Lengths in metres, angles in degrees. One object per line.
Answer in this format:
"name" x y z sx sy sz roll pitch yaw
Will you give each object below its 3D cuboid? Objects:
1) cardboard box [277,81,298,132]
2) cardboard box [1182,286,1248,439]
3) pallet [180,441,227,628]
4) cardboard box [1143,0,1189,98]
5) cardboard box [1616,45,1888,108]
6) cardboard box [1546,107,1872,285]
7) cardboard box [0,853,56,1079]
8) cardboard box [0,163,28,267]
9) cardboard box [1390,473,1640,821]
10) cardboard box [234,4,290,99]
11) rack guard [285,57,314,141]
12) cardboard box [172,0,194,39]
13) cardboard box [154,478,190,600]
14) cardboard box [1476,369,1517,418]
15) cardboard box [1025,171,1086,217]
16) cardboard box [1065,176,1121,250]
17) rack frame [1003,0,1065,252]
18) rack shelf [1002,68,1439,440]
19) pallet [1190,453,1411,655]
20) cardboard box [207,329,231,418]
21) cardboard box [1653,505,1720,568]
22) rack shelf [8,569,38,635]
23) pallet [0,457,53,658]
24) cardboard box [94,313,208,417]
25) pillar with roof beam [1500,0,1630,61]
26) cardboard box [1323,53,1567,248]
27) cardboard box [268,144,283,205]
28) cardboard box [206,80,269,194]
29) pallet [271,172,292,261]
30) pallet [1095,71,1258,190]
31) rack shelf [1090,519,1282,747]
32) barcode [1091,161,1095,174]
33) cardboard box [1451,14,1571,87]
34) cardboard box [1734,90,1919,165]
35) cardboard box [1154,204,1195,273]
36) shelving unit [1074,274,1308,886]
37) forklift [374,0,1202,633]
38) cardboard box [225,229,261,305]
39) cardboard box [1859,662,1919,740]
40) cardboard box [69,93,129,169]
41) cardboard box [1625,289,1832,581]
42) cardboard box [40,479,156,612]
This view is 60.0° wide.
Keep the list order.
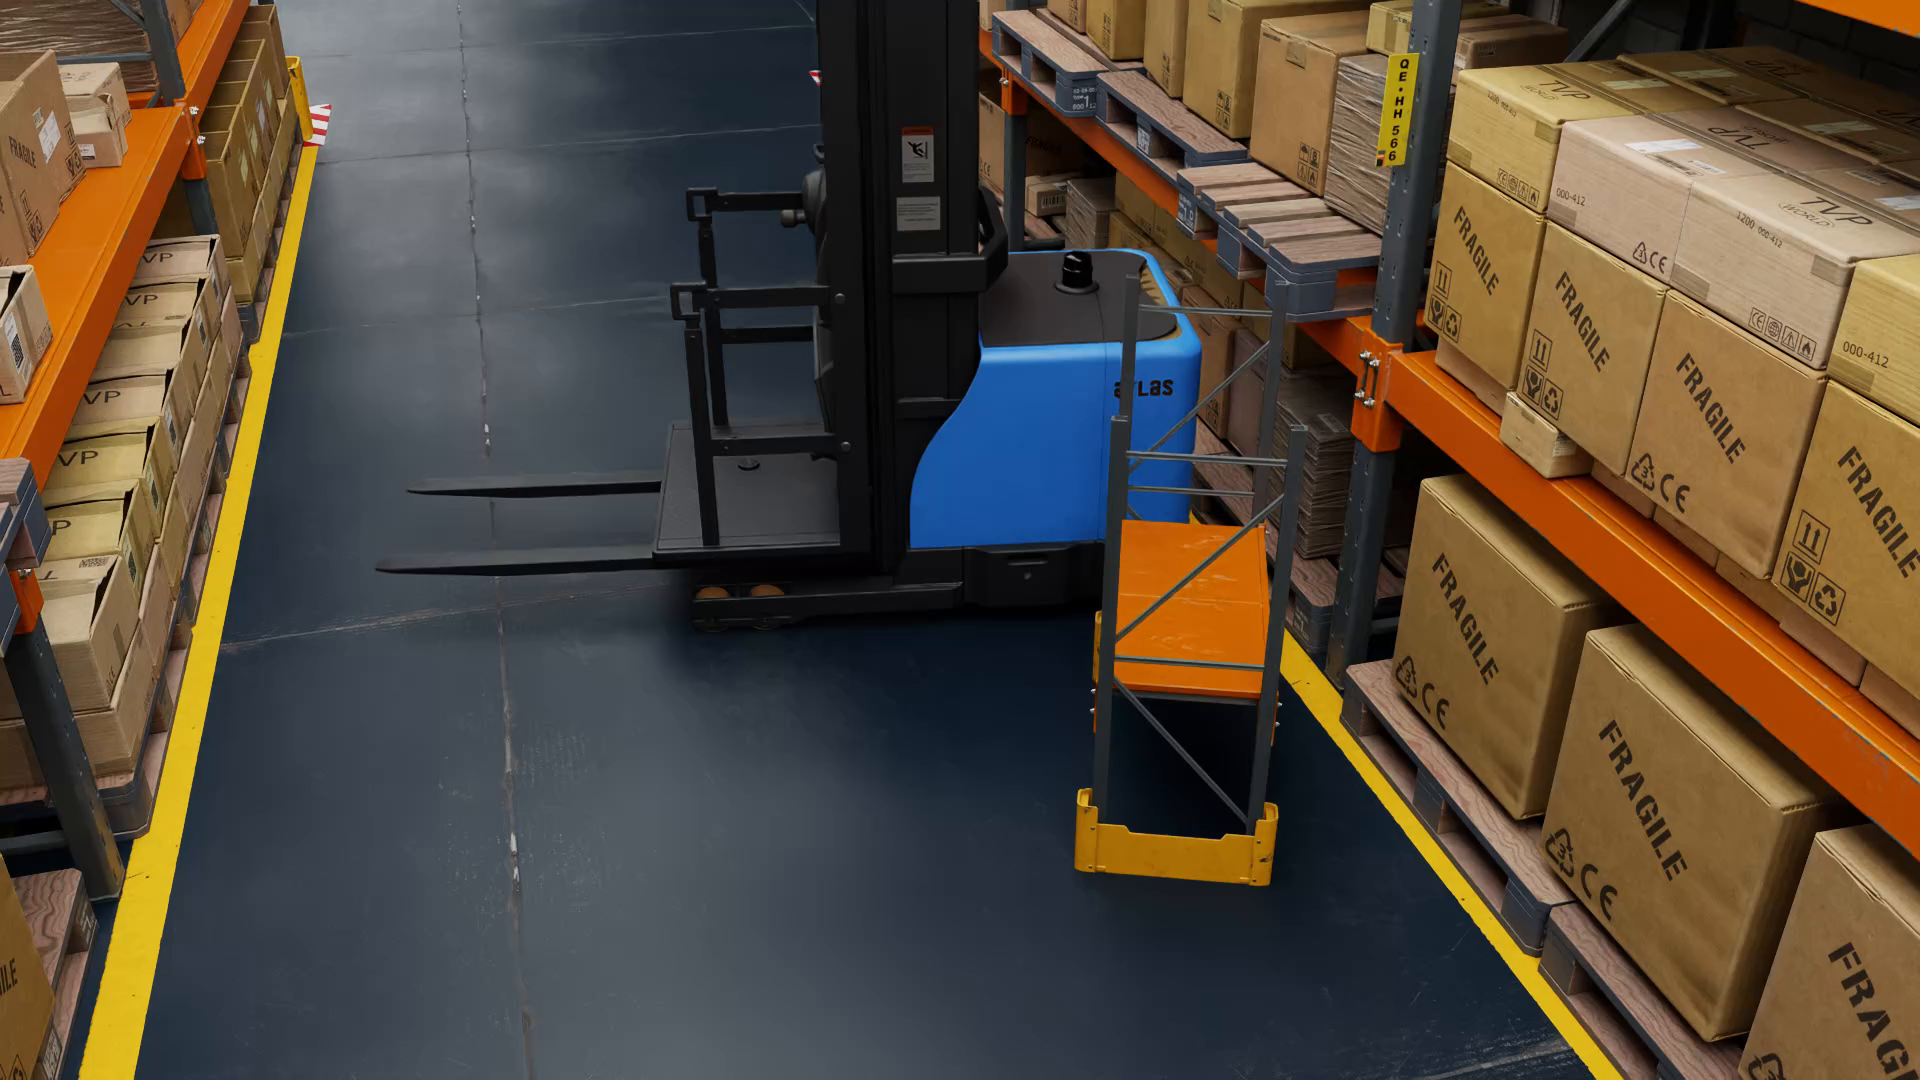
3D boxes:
"cardboard box" -4.677 -2.833 10.977 0.500 0.250 0.500 -8 31 -13
"cardboard box" 1.369 -0.808 7.208 0.700 0.500 0.500 -8 31 -14
"pallet" -3.481 0.018 6.508 1.003 0.211 1.213 -8 31 -13
"cardboard box" 1.181 -2.189 6.998 0.700 0.500 0.500 -4 30 -6
"cardboard box" 2.165 -1.179 4.627 0.500 0.250 0.500 -7 31 -12
"cardboard box" 1.810 -0.850 4.059 0.500 0.250 0.500 -8 31 -14
"cardboard box" -2.506 1.114 3.887 0.500 0.500 0.500 -7 31 -11
"cardboard box" -3.441 -1.049 5.468 0.500 0.500 0.500 -10 31 -16
"cardboard box" 1.863 0.263 5.028 0.750 0.750 0.750 -8 31 -14
"cardboard box" -4.675 -3.158 10.789 0.500 0.500 0.500 -8 31 -13
"rack guard" -5.110 -2.991 11.419 1.175 0.500 0.348 -8 31 -13
"cardboard box" -4.442 -2.883 8.637 0.700 0.500 0.500 -7 31 -13
"cardboard box" -3.114 0.026 6.037 0.500 0.250 0.500 -9 31 -15
"cardboard box" 1.717 -0.445 4.756 0.380 0.149 0.250 -7 31 -13
"cardboard box" 0.562 -2.009 9.615 0.380 0.166 0.250 -12 32 -20
"cardboard box" 0.944 -1.545 8.482 0.700 0.500 0.500 -7 31 -12
"rack frame" 0.733 -2.790 8.576 1.000 3.000 0.127 -8 31 -13
"rack shelf" 1.264 -1.513 7.087 1.077 0.370 4.000 -8 31 -13
"pallet" 1.589 -0.029 6.589 1.003 0.211 1.213 -8 31 -13
"cardboard box" -3.520 -0.715 7.317 0.500 0.250 0.500 -8 31 -14
"cardboard box" 1.969 -0.076 4.119 0.380 0.149 0.250 -7 31 -12
"rack shelf" -2.449 1.080 2.608 1.077 0.370 4.000 -8 31 -13
"pallet" -2.733 0.203 3.596 1.213 0.211 1.003 -8 31 -13
"cardboard box" -3.384 -0.715 6.756 0.500 0.311 0.500 -8 31 -13
"pillar with roof beam" -1.867 -3.625 4.030 9.100 9.000 0.400 -8 31 -13
"cardboard box" 1.660 -1.317 5.493 0.700 0.500 0.500 -12 32 -19
"cardboard box" -4.267 -2.111 9.728 0.500 0.250 0.500 -8 31 -13
"cardboard box" -4.129 -2.194 9.124 0.500 0.500 0.500 -8 31 -13
"pallet" -4.540 -1.903 9.826 1.003 0.211 1.213 -8 31 -13
"pallet" 1.230 -1.726 6.929 1.003 0.211 1.213 -8 31 -13
"rack shelf" 0.703 0.251 5.179 0.538 0.185 1.000 4 30 6
"barcode" 0.797 -2.228 9.940 0.001 0.075 0.075 -8 31 -13
"cardboard box" 1.674 -1.535 5.221 0.380 0.149 0.250 -12 32 -20
"cardboard box" 2.299 -0.928 4.194 0.500 0.250 0.500 -9 31 -15
"cardboard box" 1.206 -1.407 7.494 0.500 0.250 0.500 -9 31 -15
"shelving unit" 0.702 0.099 5.081 0.587 1.500 1.083 4 30 6
"forklift" -0.679 -1.202 5.901 3.031 2.935 1.130 -3 30 -4
"cardboard box" -3.873 -1.386 8.475 0.500 0.250 0.500 -8 31 -13
"cardboard box" 2.139 0.299 3.470 0.380 0.149 0.250 -7 31 -12
"cardboard box" -3.632 -1.671 6.777 0.396 0.266 0.258 -9 31 -14
"cardboard box" 1.938 -0.276 3.816 0.500 0.500 0.500 -8 31 -13
"cardboard box" -2.984 0.023 5.481 0.500 0.311 0.500 -9 31 -15
